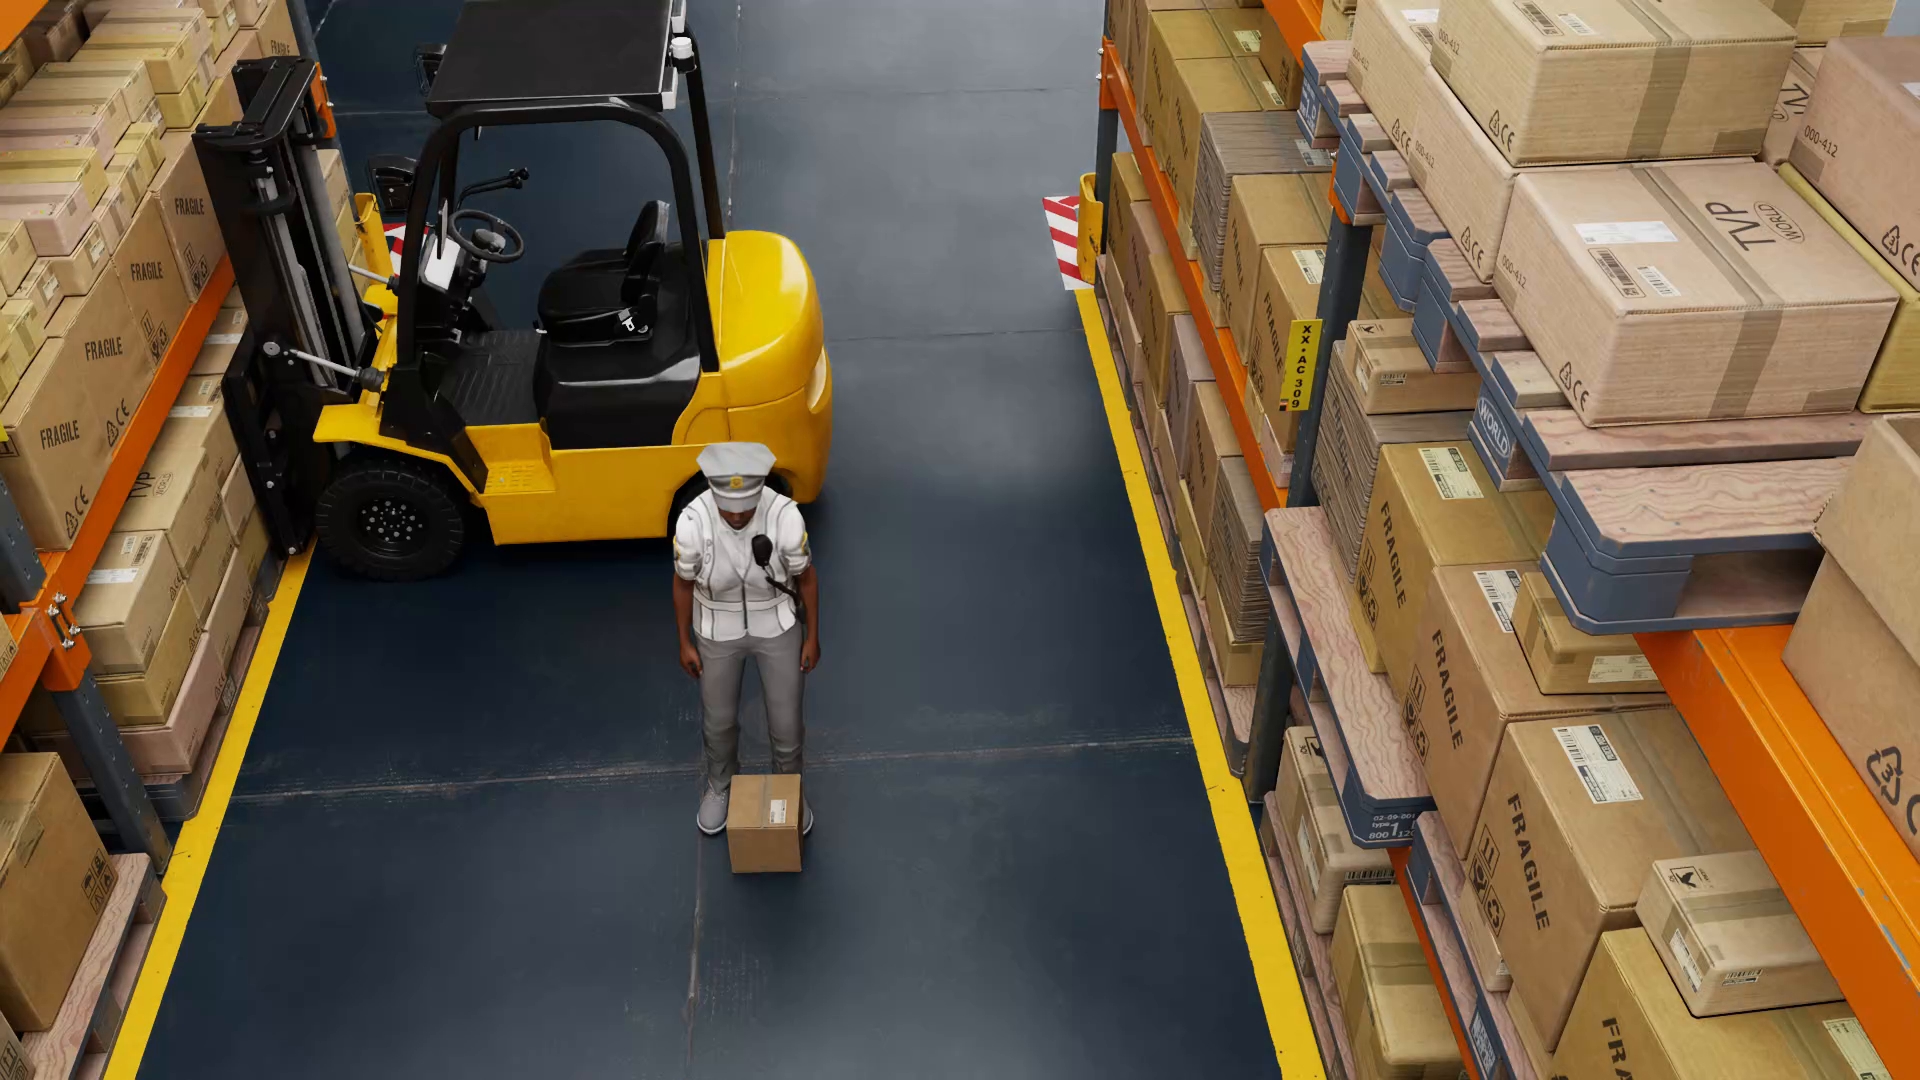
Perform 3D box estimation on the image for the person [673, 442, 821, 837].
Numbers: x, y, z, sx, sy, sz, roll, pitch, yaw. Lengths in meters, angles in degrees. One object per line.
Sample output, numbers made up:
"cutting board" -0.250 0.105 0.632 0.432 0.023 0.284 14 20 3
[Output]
"person" -0.732 0.339 5.741 0.506 1.660 0.415 -3 39 -4
